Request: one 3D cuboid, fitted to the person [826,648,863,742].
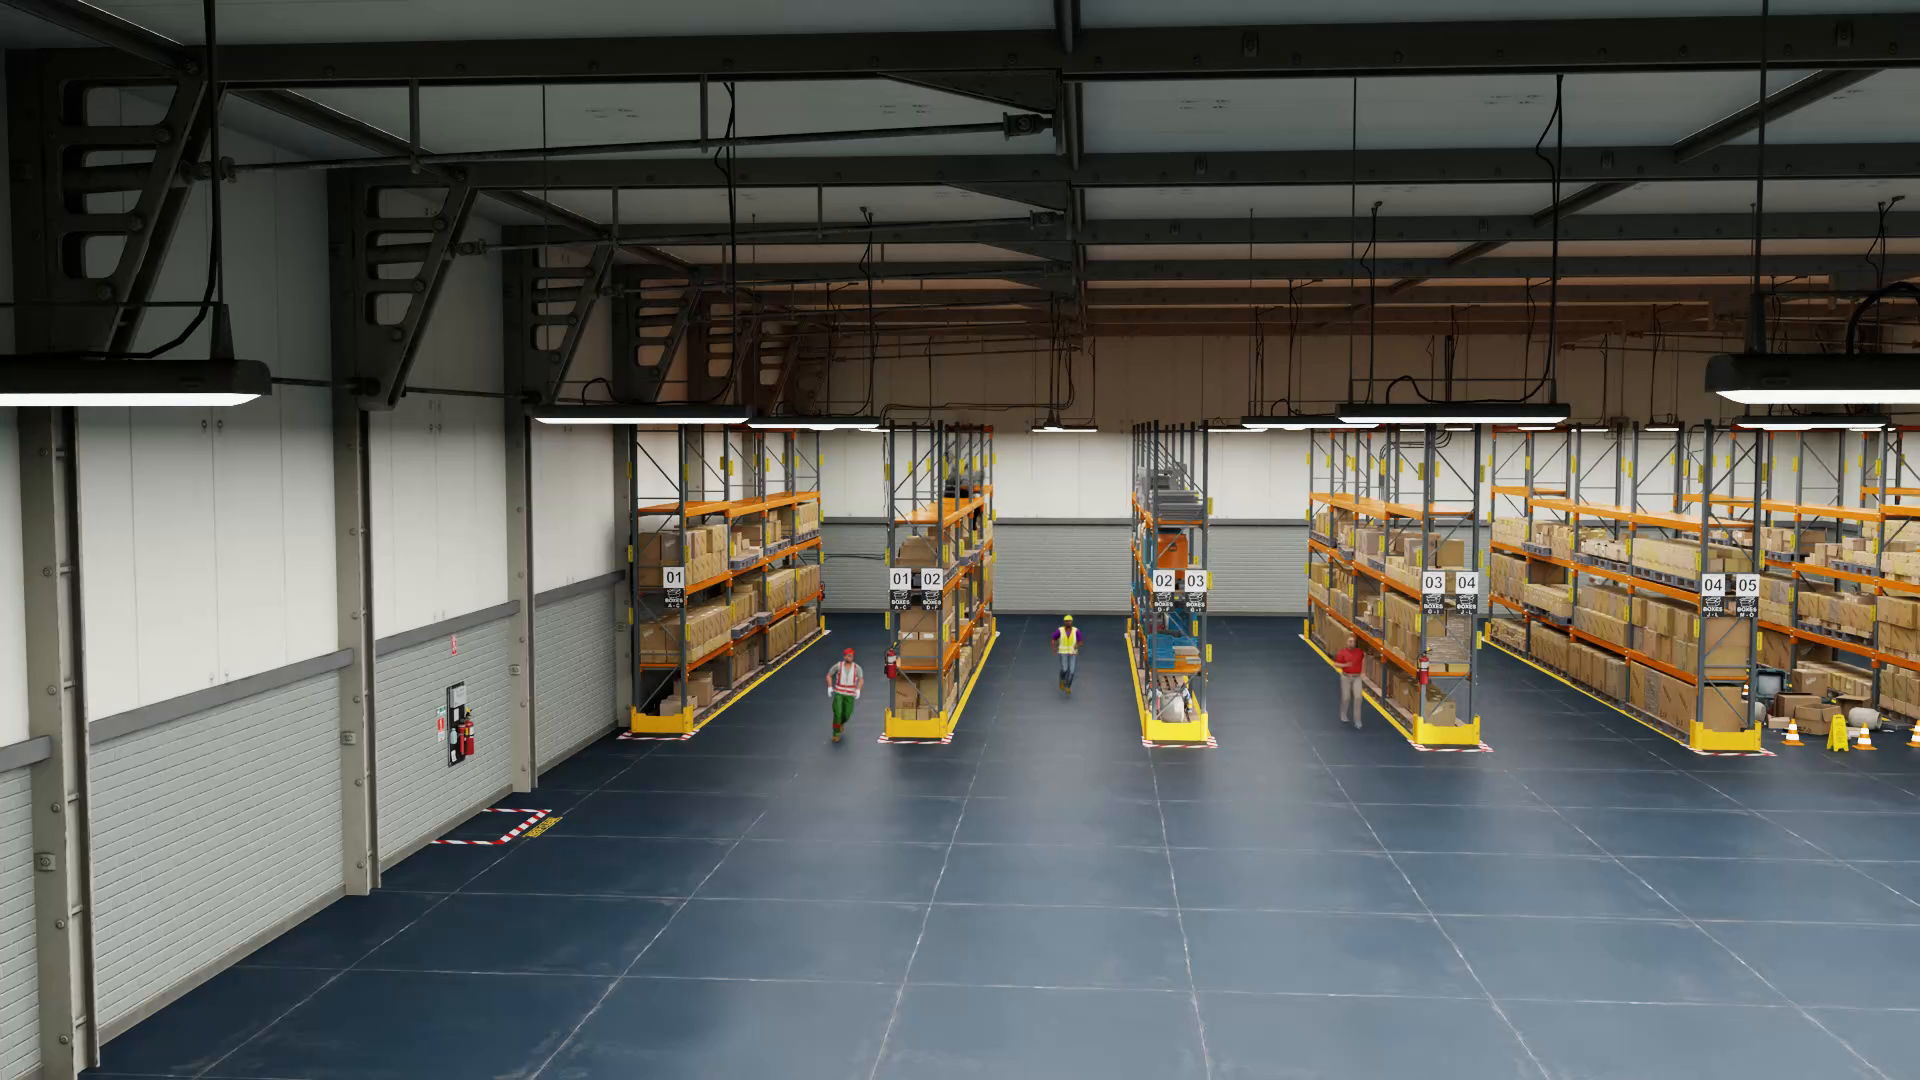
[{"bbox_3d":[-2.161,2.886,31.244,0.696,1.729,0.605,-1,4,-10],"label":"person"}]

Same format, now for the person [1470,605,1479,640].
[{"bbox_3d":[13.173,2.143,43.306,0.683,1.679,0.699,1,4,14],"label":"person"}]

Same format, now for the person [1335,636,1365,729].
[{"bbox_3d":[7.692,2.778,32.751,0.648,1.775,0.851,0,4,0],"label":"person"}]

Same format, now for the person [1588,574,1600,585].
[{"bbox_3d":[18.053,1.852,47.422,0.743,1.829,0.638,1,4,10],"label":"person"}]

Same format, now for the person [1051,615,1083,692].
[{"bbox_3d":[2.385,2.525,36.786,0.692,1.724,0.607,0,4,-4],"label":"person"}]
